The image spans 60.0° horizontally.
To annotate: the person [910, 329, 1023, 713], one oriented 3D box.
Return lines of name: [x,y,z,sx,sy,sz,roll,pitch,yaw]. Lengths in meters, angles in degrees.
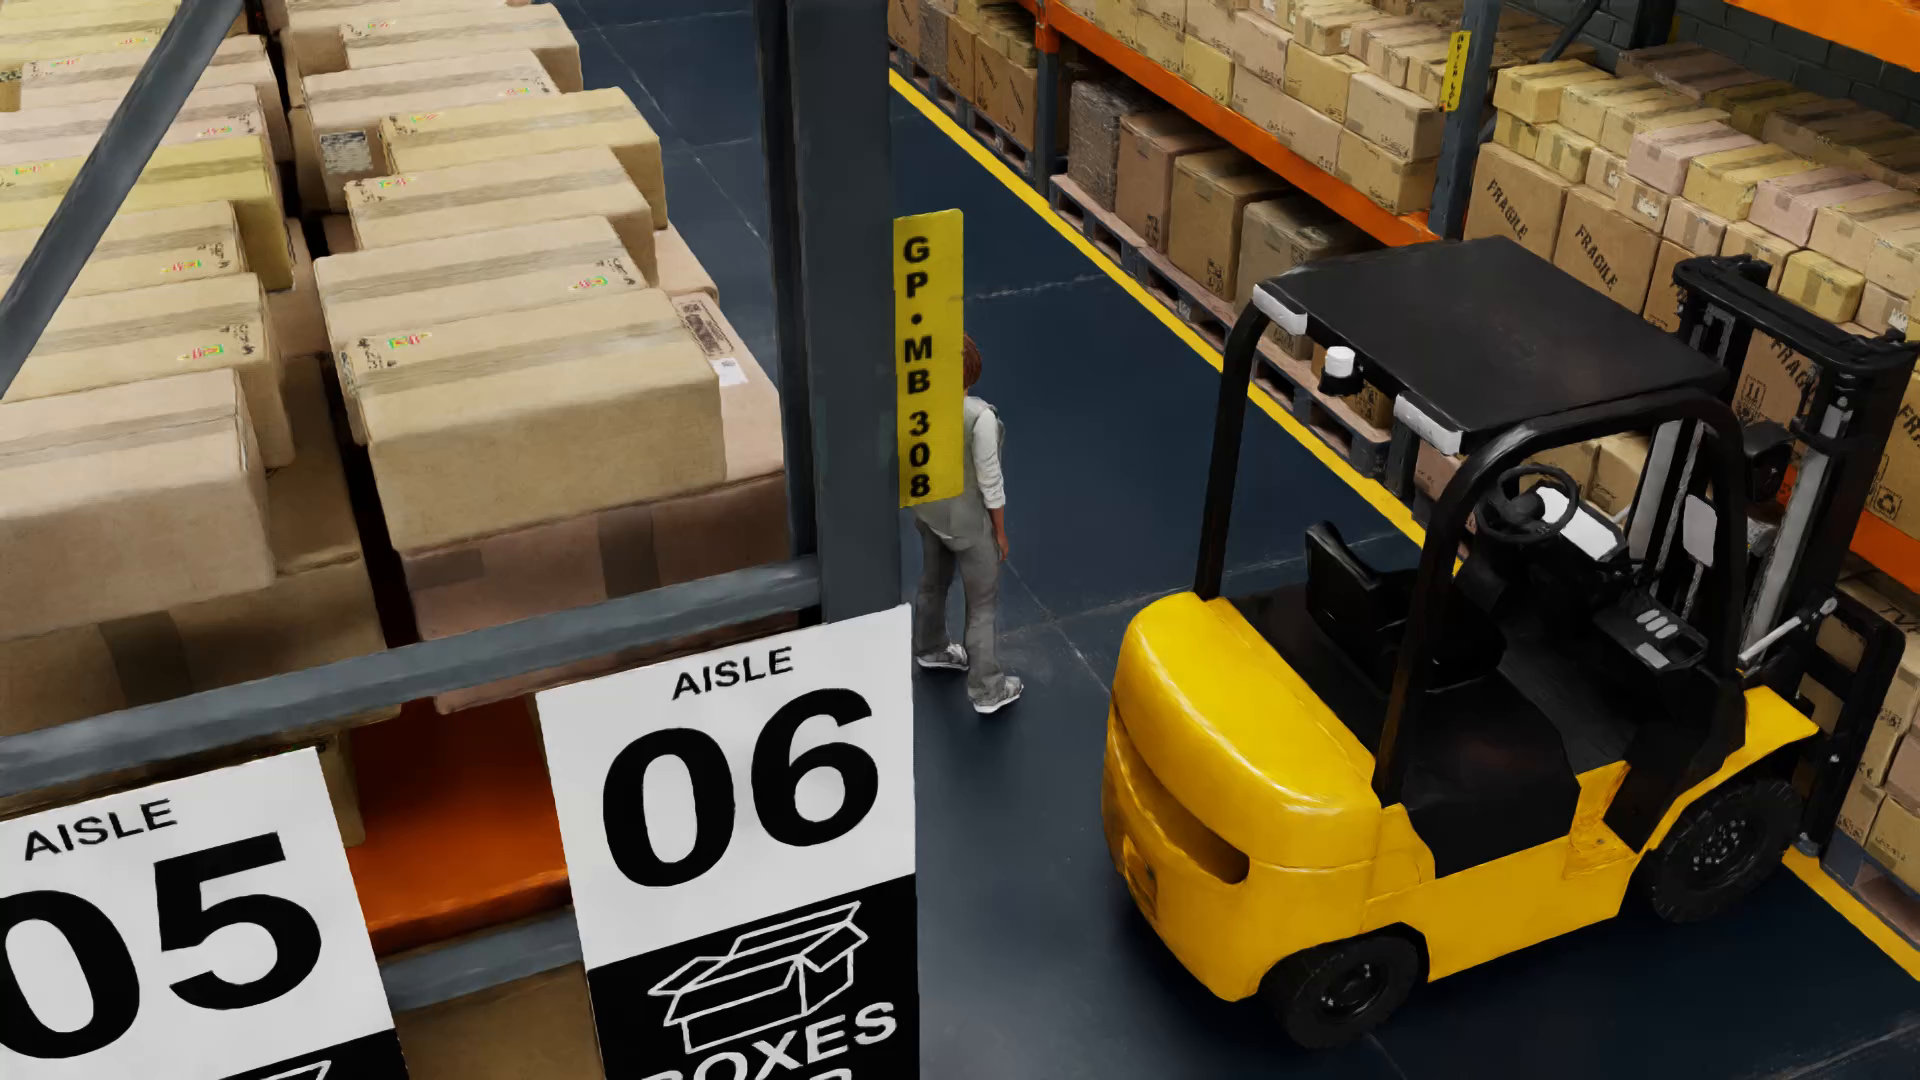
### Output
person: [0.003,-0.076,6.268,0.473,1.594,0.336,29,43,36]
